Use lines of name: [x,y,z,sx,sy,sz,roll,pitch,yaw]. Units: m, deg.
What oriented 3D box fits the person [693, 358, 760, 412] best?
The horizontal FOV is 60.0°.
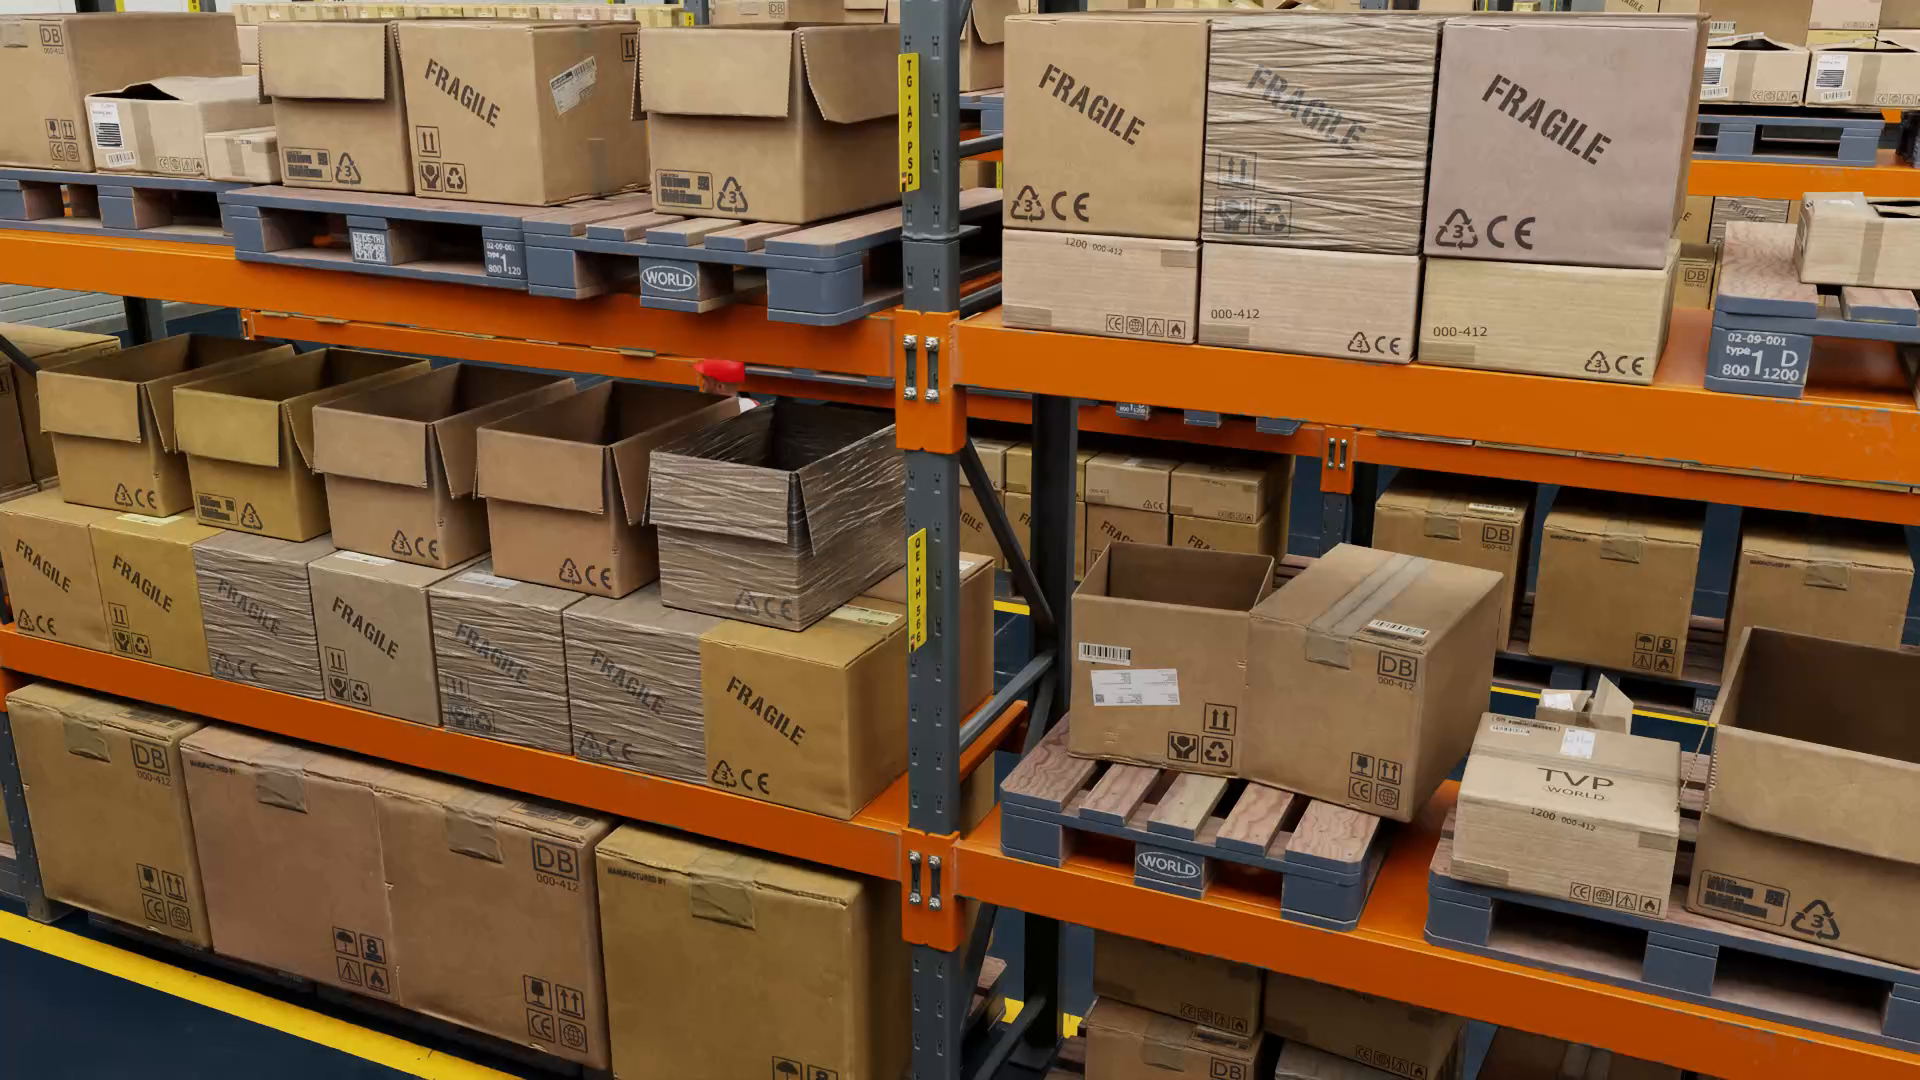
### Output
person: [-1.261,-0.142,8.961,0.349,1.806,0.525,9,21,24]
